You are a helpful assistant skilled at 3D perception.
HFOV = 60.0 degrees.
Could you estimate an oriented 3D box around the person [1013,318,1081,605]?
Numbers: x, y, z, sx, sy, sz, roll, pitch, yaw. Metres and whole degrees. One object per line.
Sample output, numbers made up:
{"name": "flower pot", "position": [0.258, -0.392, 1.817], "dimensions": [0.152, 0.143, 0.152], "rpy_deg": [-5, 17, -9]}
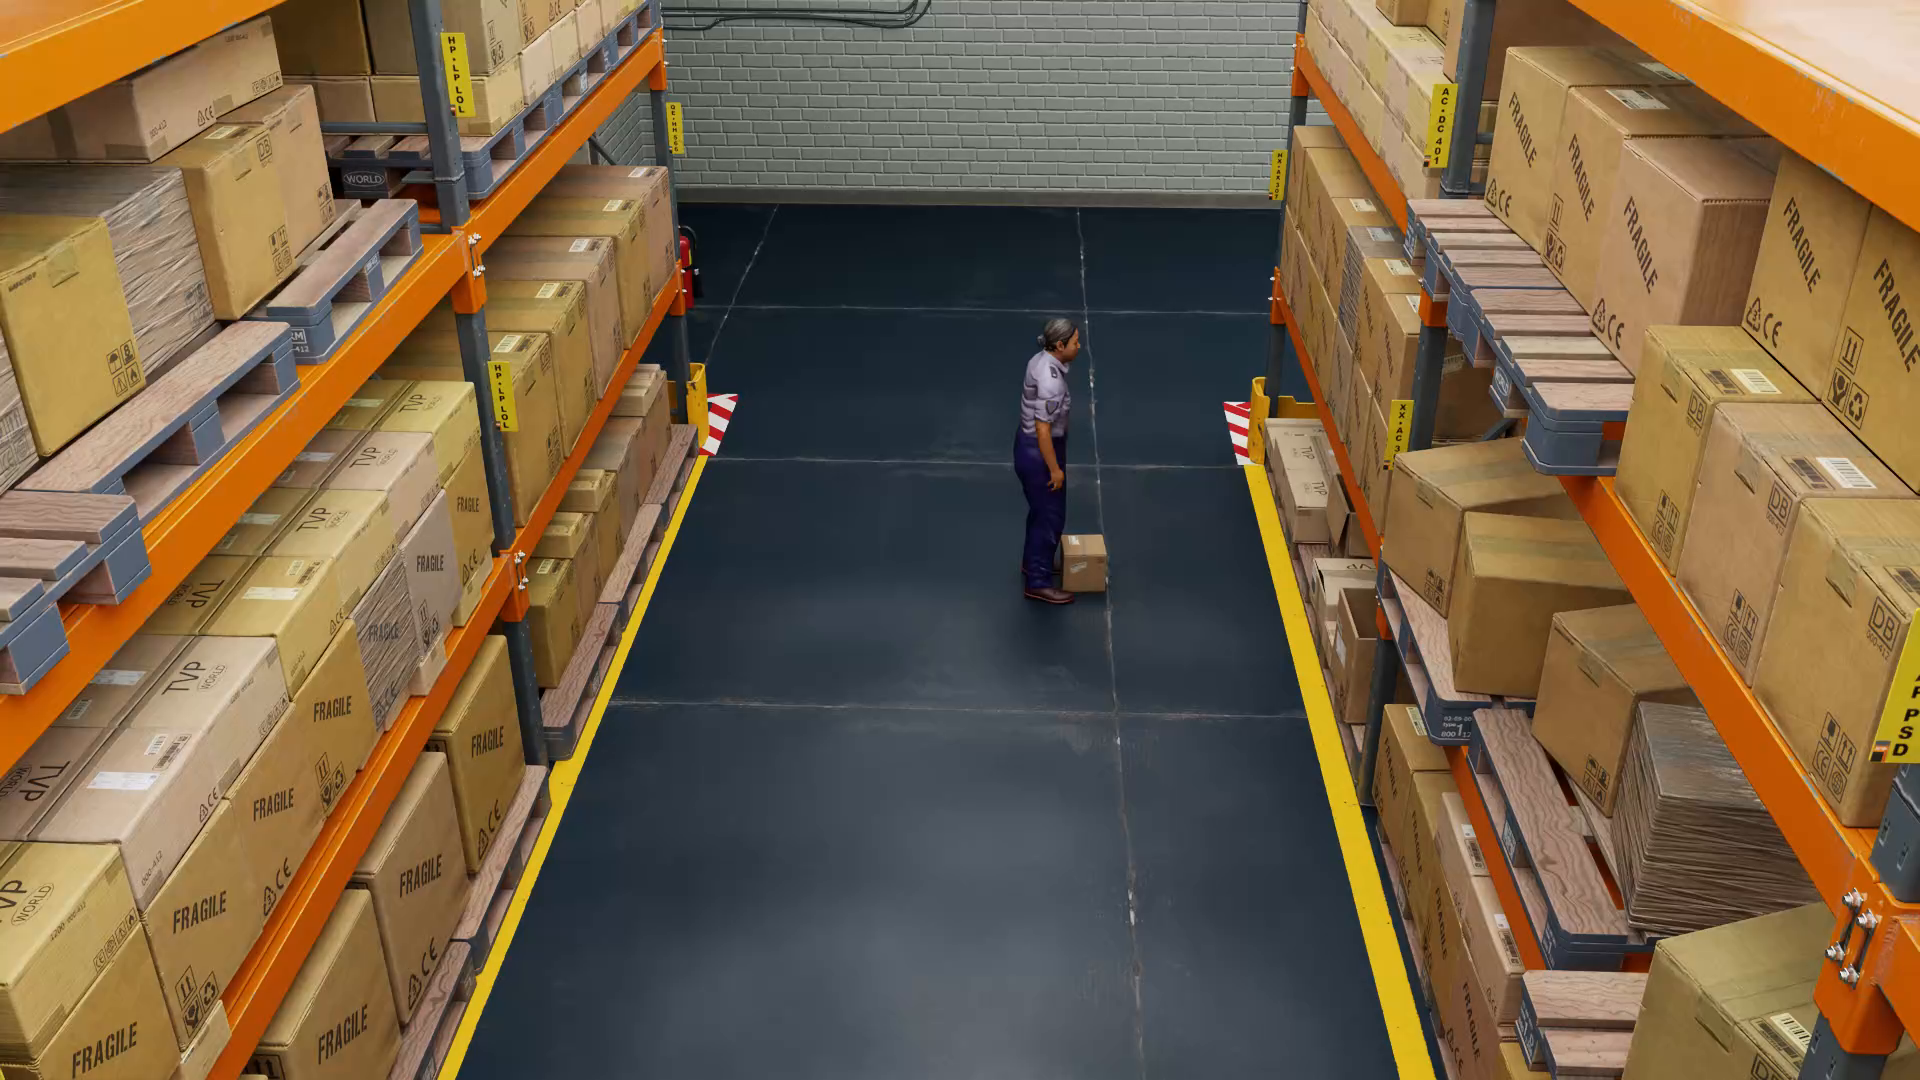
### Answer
{"name": "person", "position": [0.490, -0.479, 9.526], "dimensions": [0.364, 1.652, 0.556], "rpy_deg": [0, 28, 0]}
